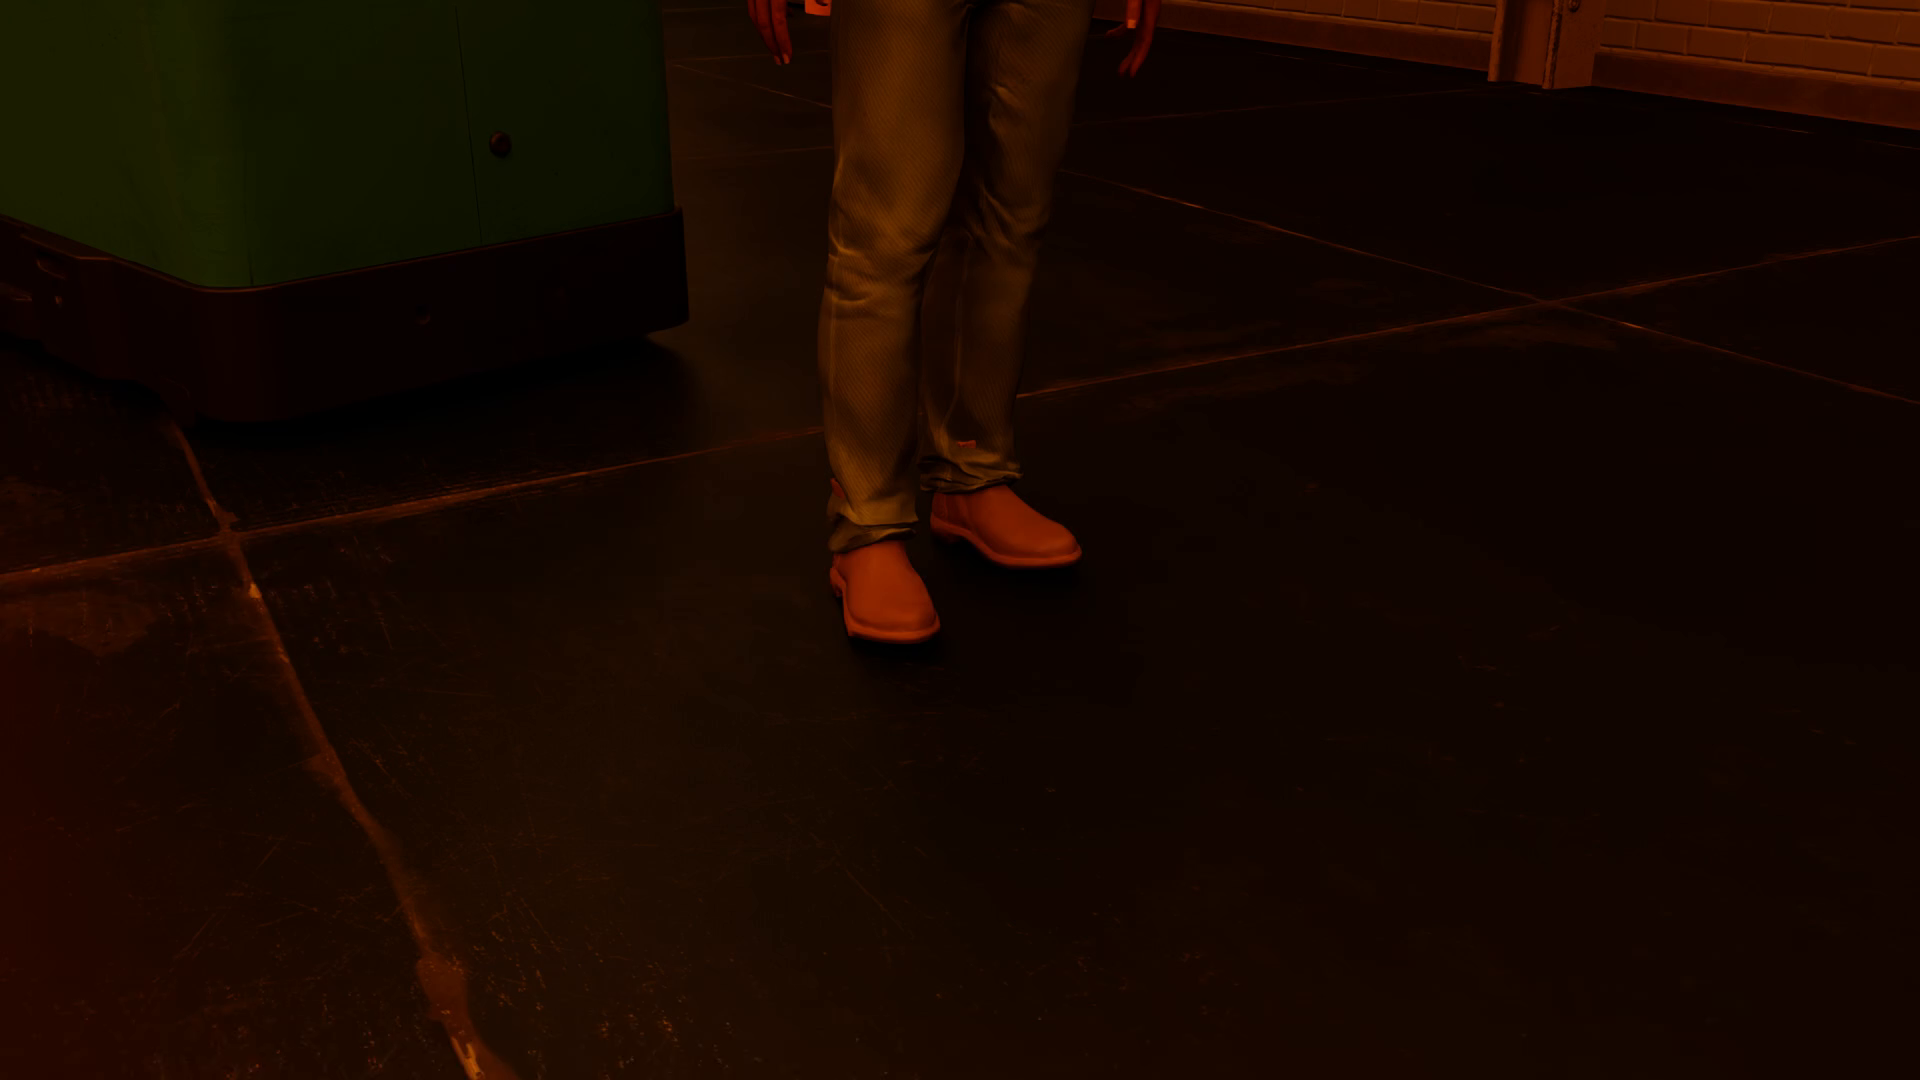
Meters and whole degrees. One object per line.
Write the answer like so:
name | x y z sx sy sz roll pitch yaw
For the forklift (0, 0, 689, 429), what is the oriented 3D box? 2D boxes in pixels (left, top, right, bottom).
forklift | -2.009 -2.017 3.690 3.031 2.935 1.130 20 29 39

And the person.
person | 0.029 -0.800 2.238 0.665 1.765 0.577 -12 25 -28
